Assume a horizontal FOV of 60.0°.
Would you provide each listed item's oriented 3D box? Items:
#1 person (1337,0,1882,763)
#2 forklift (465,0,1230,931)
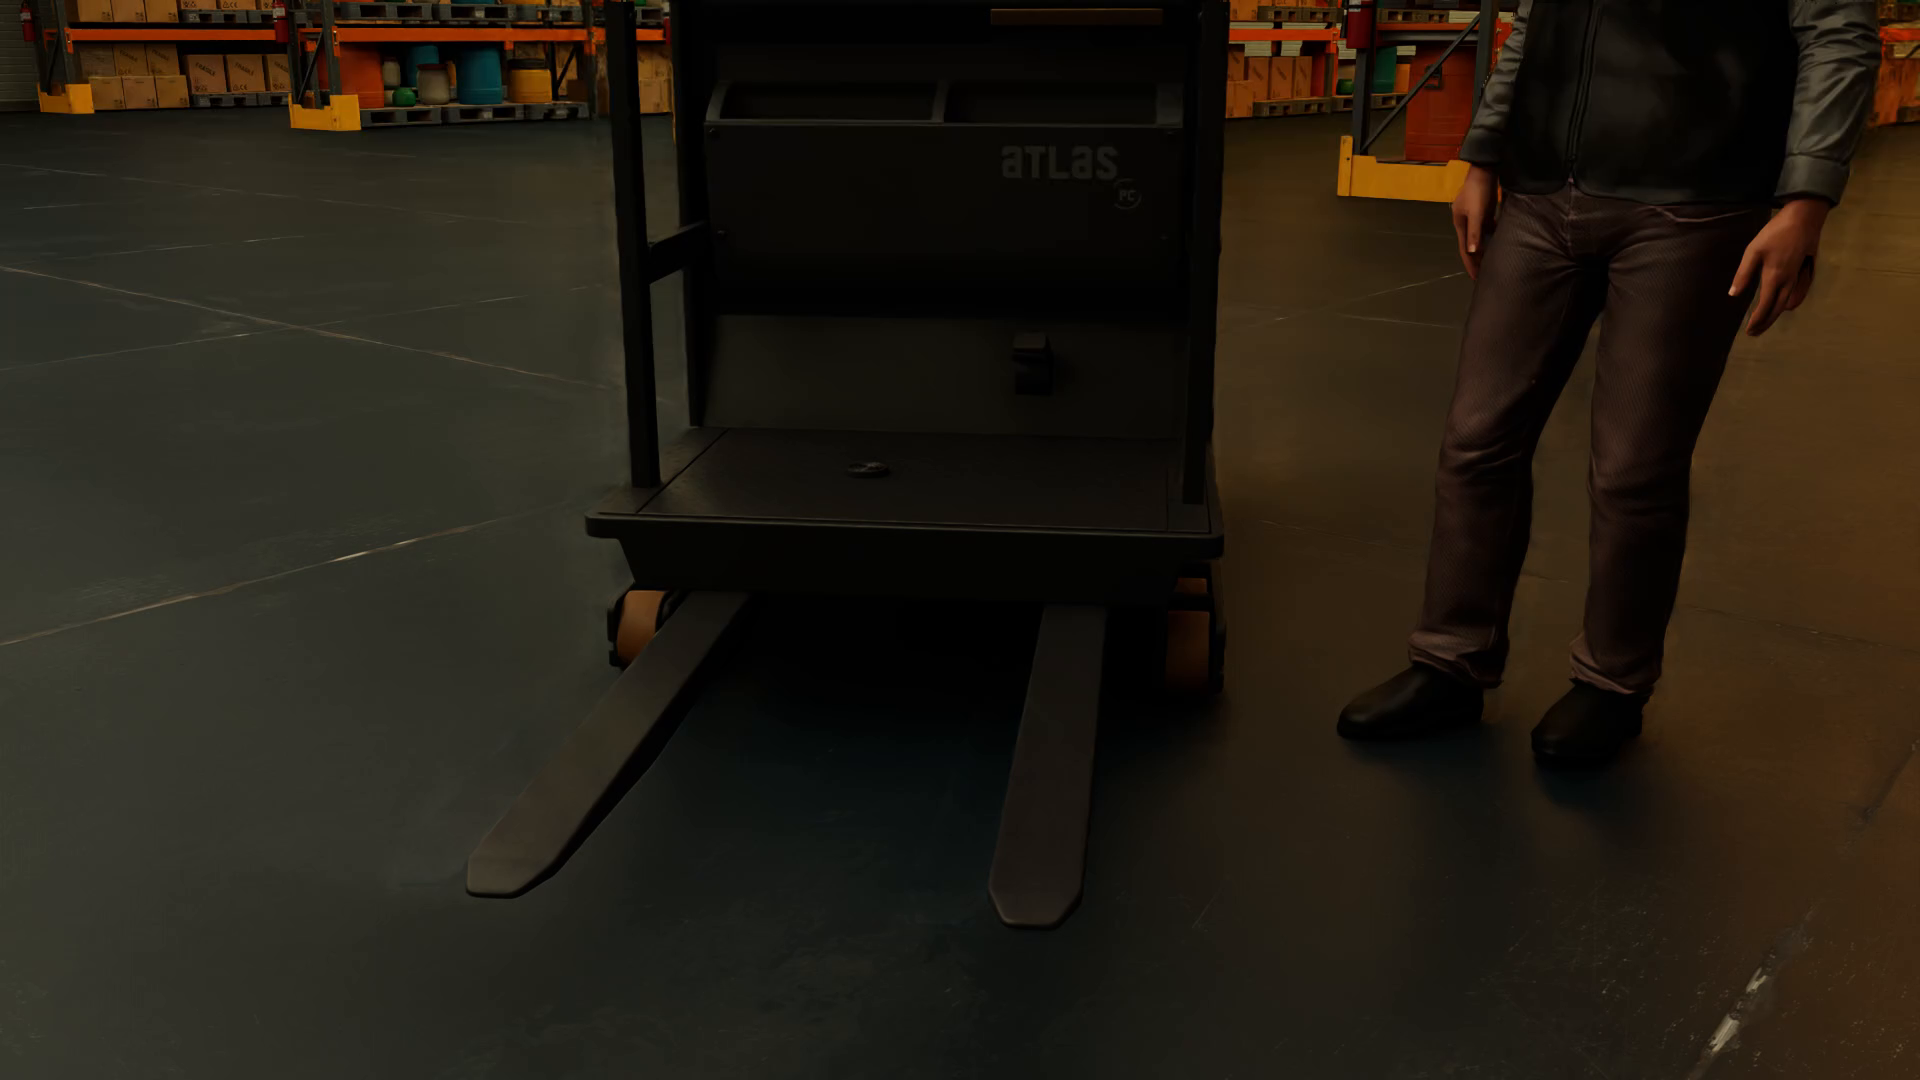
[{"bbox_3d":[1.000,-0.483,2.575,0.559,1.721,0.656,-12,21,-35],"label":"person"},{"bbox_3d":[-0.053,-1.219,2.913,1.130,2.935,3.031,2,17,6],"label":"forklift"}]
